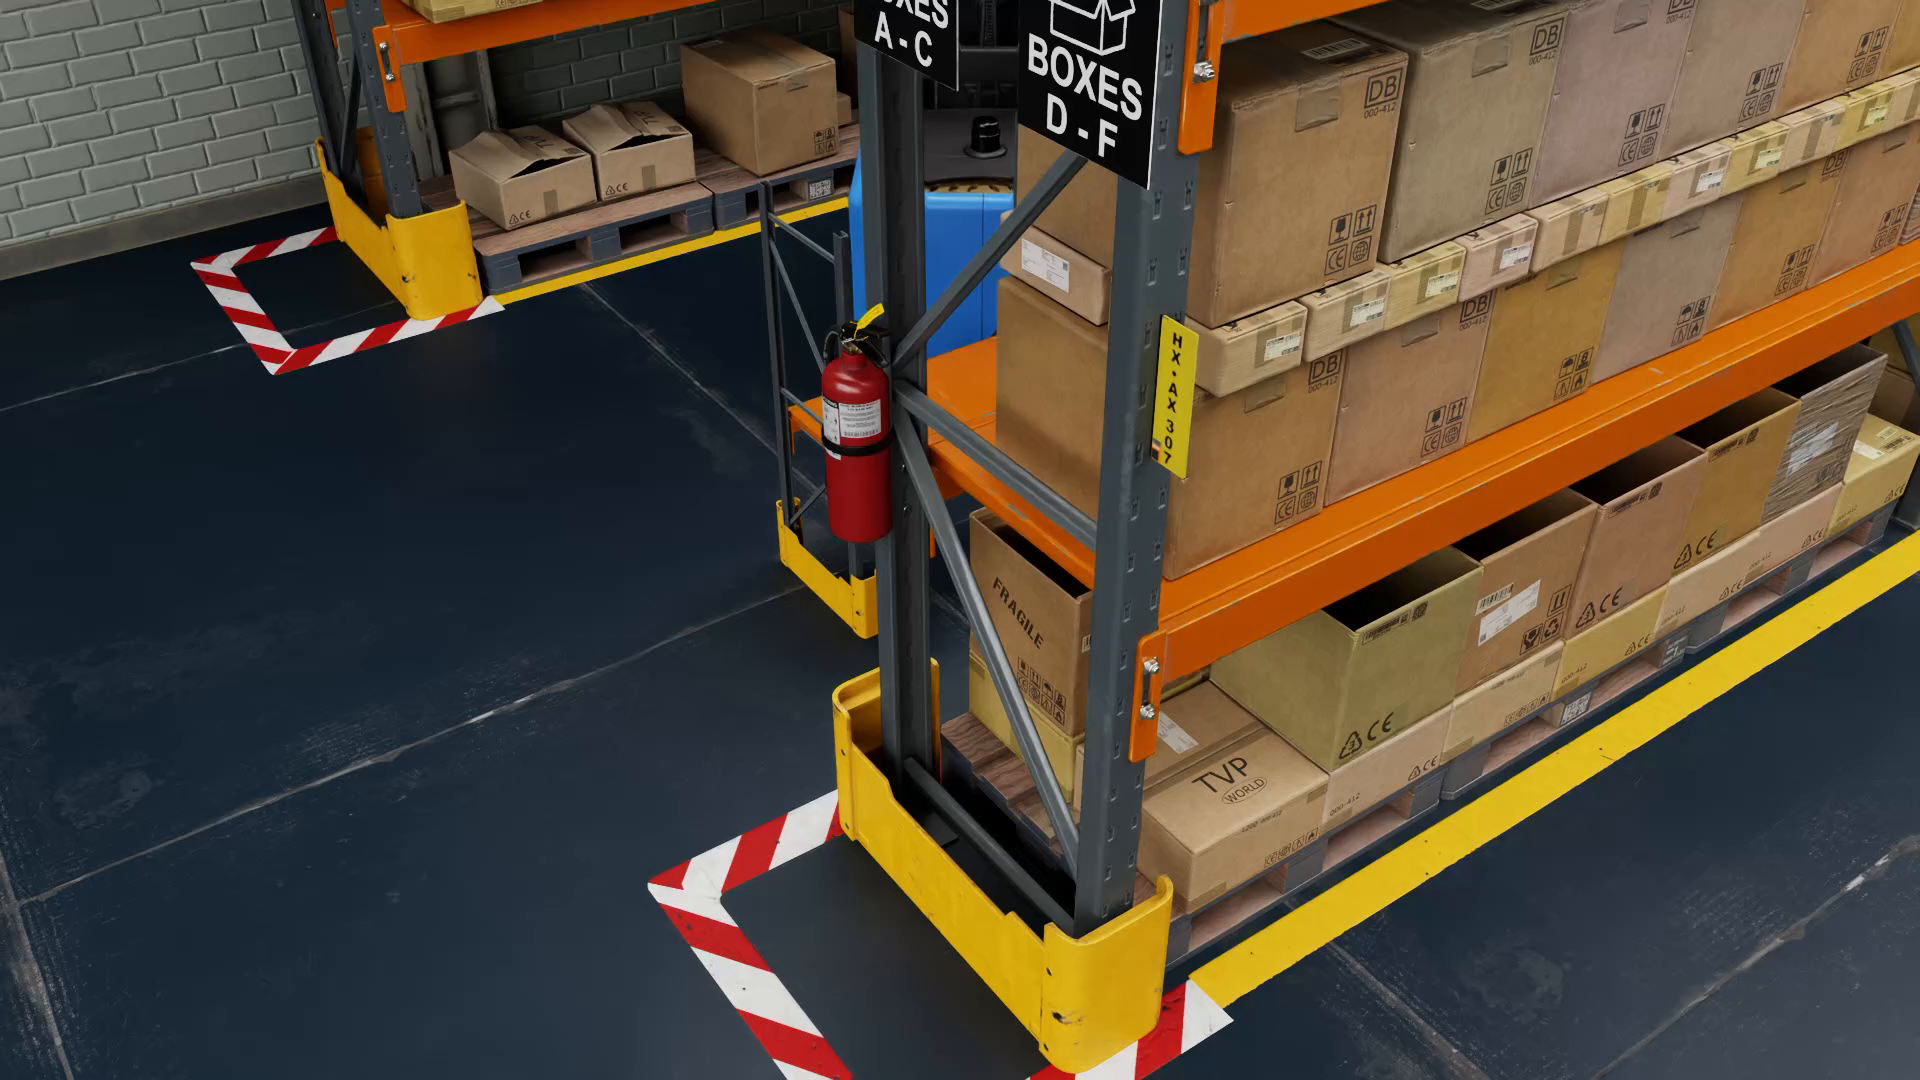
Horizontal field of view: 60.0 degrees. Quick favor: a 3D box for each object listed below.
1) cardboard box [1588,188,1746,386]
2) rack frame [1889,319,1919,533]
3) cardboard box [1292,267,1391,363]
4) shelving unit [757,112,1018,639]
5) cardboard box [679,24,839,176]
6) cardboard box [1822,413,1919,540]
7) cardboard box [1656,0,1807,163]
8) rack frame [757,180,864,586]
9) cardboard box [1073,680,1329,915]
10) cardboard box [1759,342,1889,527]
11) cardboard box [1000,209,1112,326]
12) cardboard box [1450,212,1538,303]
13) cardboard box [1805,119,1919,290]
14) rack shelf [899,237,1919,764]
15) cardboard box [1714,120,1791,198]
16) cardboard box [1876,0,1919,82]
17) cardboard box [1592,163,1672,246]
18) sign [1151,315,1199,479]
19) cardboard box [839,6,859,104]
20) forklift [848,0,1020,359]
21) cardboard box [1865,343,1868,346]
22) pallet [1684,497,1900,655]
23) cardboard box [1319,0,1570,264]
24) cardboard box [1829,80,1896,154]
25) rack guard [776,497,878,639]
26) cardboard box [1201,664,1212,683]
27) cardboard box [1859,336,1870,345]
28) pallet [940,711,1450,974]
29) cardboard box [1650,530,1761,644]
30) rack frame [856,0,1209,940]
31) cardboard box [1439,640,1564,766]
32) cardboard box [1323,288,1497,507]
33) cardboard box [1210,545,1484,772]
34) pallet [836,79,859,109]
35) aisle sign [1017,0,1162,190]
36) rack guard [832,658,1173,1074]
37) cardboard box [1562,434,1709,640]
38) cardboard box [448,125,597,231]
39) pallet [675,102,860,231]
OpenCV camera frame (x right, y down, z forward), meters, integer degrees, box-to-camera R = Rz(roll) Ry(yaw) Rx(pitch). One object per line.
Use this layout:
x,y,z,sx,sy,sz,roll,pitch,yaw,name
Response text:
1.757,-0.874,4.810,0.500,0.500,0.700,-21,41,-27,cardboard box
3.374,-1.506,5.775,0.127,3.000,1.000,-22,41,-28,rack frame
0.764,-0.584,3.851,0.250,0.149,0.380,-24,42,-29,cardboard box
-0.062,-0.583,5.776,1.083,1.500,0.587,-22,41,-28,shelving unit
-1.040,-2.292,8.631,0.500,0.500,0.700,-25,43,-31,cardboard box
3.121,-0.300,6.093,0.500,0.250,0.500,-22,41,-28,cardboard box
1.784,-1.414,4.451,0.500,0.500,0.700,-22,41,-28,cardboard box
-0.485,-0.409,5.534,0.032,1.500,0.500,-22,41,-28,rack frame
0.671,0.711,4.687,0.500,0.250,0.500,-22,41,-28,cardboard box
2.705,-0.442,5.648,0.500,0.500,0.500,-22,41,-28,cardboard box
0.307,-0.684,3.991,0.250,0.149,0.380,-23,42,-29,cardboard box
1.176,-0.751,4.084,0.250,0.149,0.380,-23,42,-29,cardboard box
2.588,-1.214,5.283,0.500,0.500,0.700,-23,42,-28,cardboard box
1.739,-0.541,5.049,4.000,0.370,1.077,-22,41,-28,rack shelf
2.021,-1.099,4.568,0.250,0.149,0.380,-21,41,-26,cardboard box
2.603,-1.750,4.918,0.500,0.500,0.700,-22,41,-28,cardboard box
1.601,-0.928,4.330,0.250,0.149,0.380,-23,42,-28,cardboard box
0.419,-0.277,3.257,0.005,0.325,0.100,-22,41,-28,sign
-0.308,-2.664,9.150,0.500,0.500,0.500,-26,43,-31,cardboard box
0.136,-2.456,7.155,1.130,2.935,3.031,1,36,2,forklift
3.546,-0.838,6.841,0.500,0.250,0.500,-23,42,-28,cardboard box
2.700,-0.126,6.245,1.213,0.211,1.003,-22,41,-28,pallet
0.963,-1.076,3.980,0.500,0.500,0.700,-24,42,-29,cardboard box
2.442,-1.275,4.812,0.250,0.149,0.380,-23,41,-28,cardboard box
-0.469,0.092,5.908,0.087,0.250,0.587,-22,41,-28,rack guard
0.774,0.290,5.273,0.500,0.250,0.500,-22,41,-28,cardboard box
3.540,-1.061,6.671,0.500,0.311,0.500,-22,41,-28,cardboard box
0.705,0.694,5.104,1.213,0.211,1.003,-22,41,-28,pallet
2.306,0.039,5.622,0.500,0.250,0.500,-22,41,-28,cardboard box
0.104,-0.160,3.904,0.127,3.000,1.000,-22,41,-28,rack frame
1.486,0.373,5.157,0.500,0.250,0.500,-22,41,-28,cardboard box
0.920,-0.531,4.333,0.500,0.500,0.700,-21,41,-27,cardboard box
1.079,0.238,4.704,0.500,0.500,0.500,-22,41,-28,cardboard box
-0.011,-2.494,9.537,1.213,0.211,1.003,-22,41,-28,pallet
0.227,-1.047,2.911,0.004,0.787,0.394,-22,41,-28,aisle sign
0.085,0.863,4.623,0.348,0.500,1.175,-22,41,-28,rack guard
1.899,-0.096,5.168,0.500,0.500,0.500,-22,41,-28,cardboard box
-2.135,-1.800,8.110,0.500,0.311,0.500,-28,44,-33,cardboard box
-1.009,-2.081,8.963,1.213,0.211,1.003,-22,41,-28,pallet
